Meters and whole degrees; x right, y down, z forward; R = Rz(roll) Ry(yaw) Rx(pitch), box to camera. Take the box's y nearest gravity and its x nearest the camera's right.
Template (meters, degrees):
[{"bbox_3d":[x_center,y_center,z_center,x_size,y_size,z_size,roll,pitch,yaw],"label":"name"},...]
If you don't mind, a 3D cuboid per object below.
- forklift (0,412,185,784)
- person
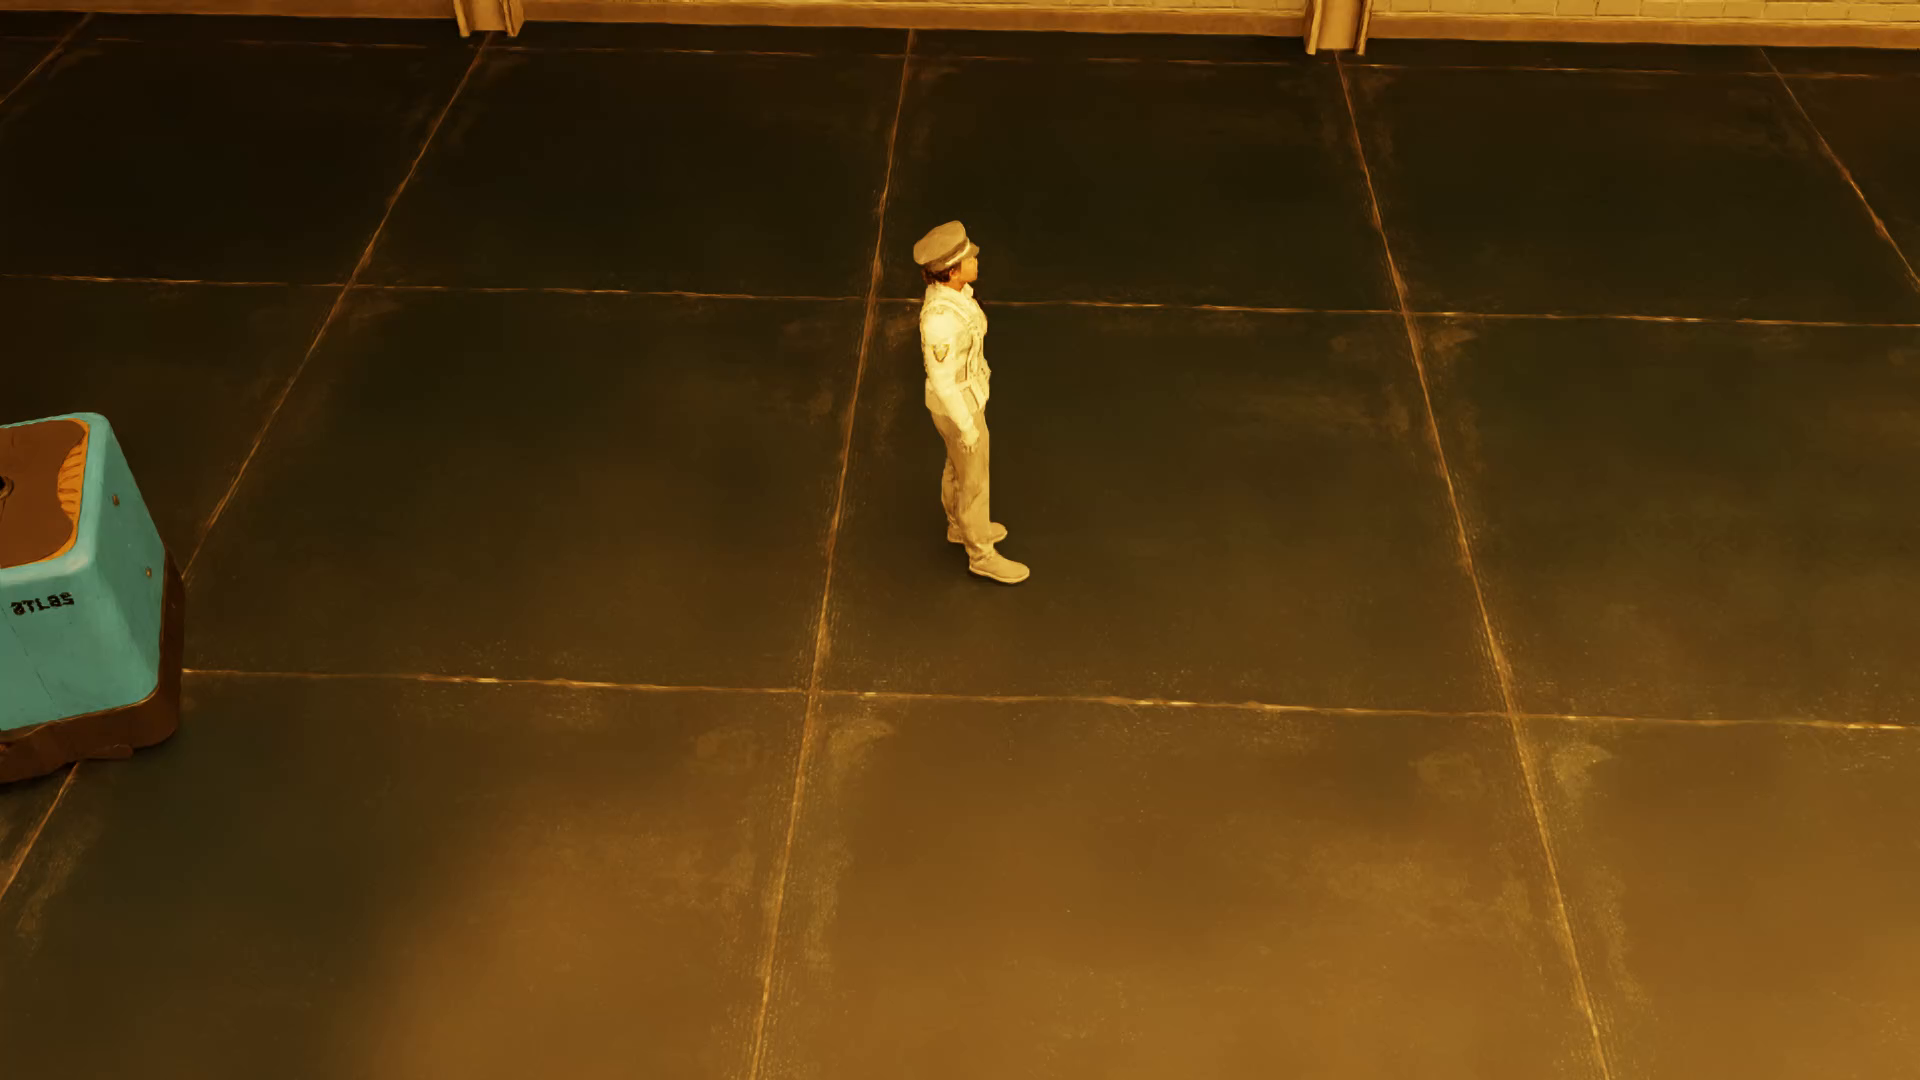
[{"bbox_3d":[-4.847,-0.235,5.999,3.031,2.935,1.130,-12,44,-13],"label":"forklift"},{"bbox_3d":[0.067,-0.625,7.332,0.532,1.695,0.586,2,42,2],"label":"person"}]
